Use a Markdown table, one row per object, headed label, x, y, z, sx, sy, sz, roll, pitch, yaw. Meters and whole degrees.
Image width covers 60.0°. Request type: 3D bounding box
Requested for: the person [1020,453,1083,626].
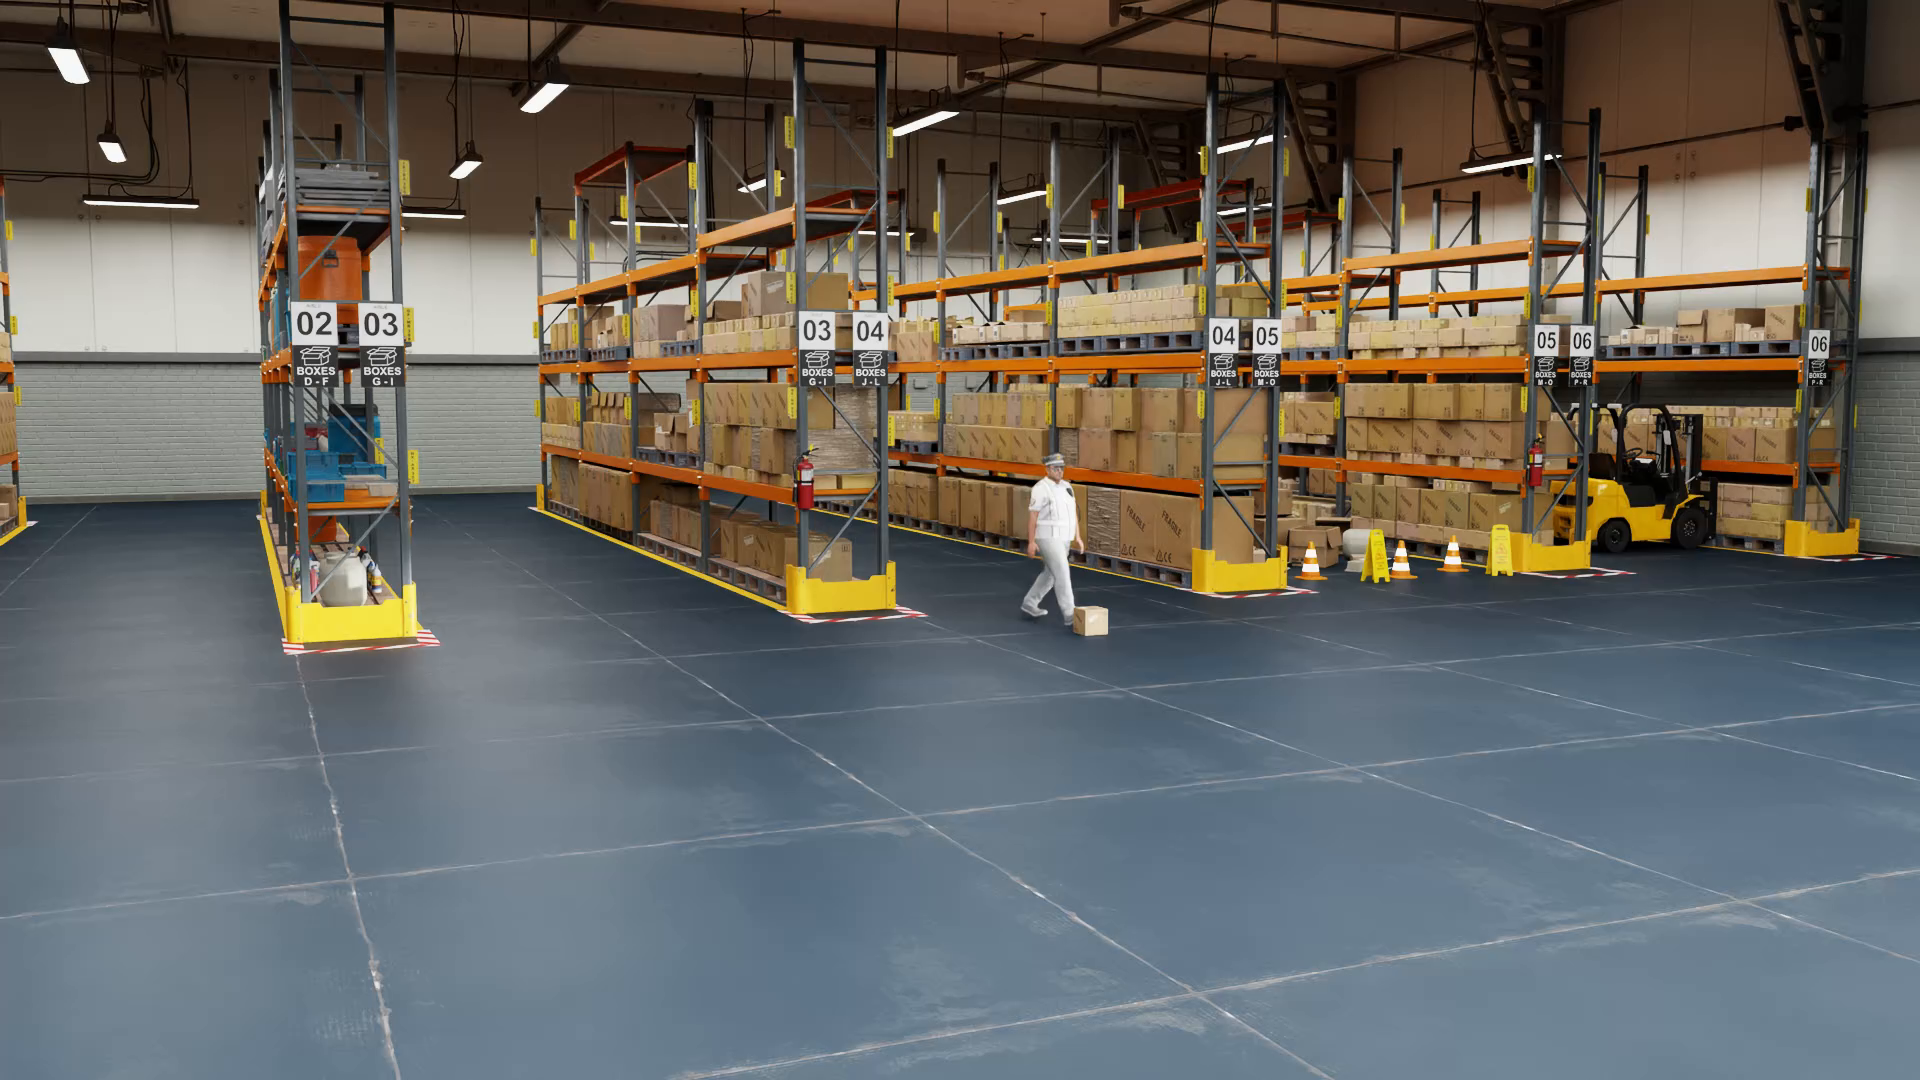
| label | x | y | z | sx | sy | sz | roll | pitch | yaw |
| --- | --- | --- | --- | --- | --- | --- | --- | --- | --- |
| person | 0.995 | -0.019 | 16.874 | 0.972 | 1.727 | 0.527 | 4 | 7 | 38 |
